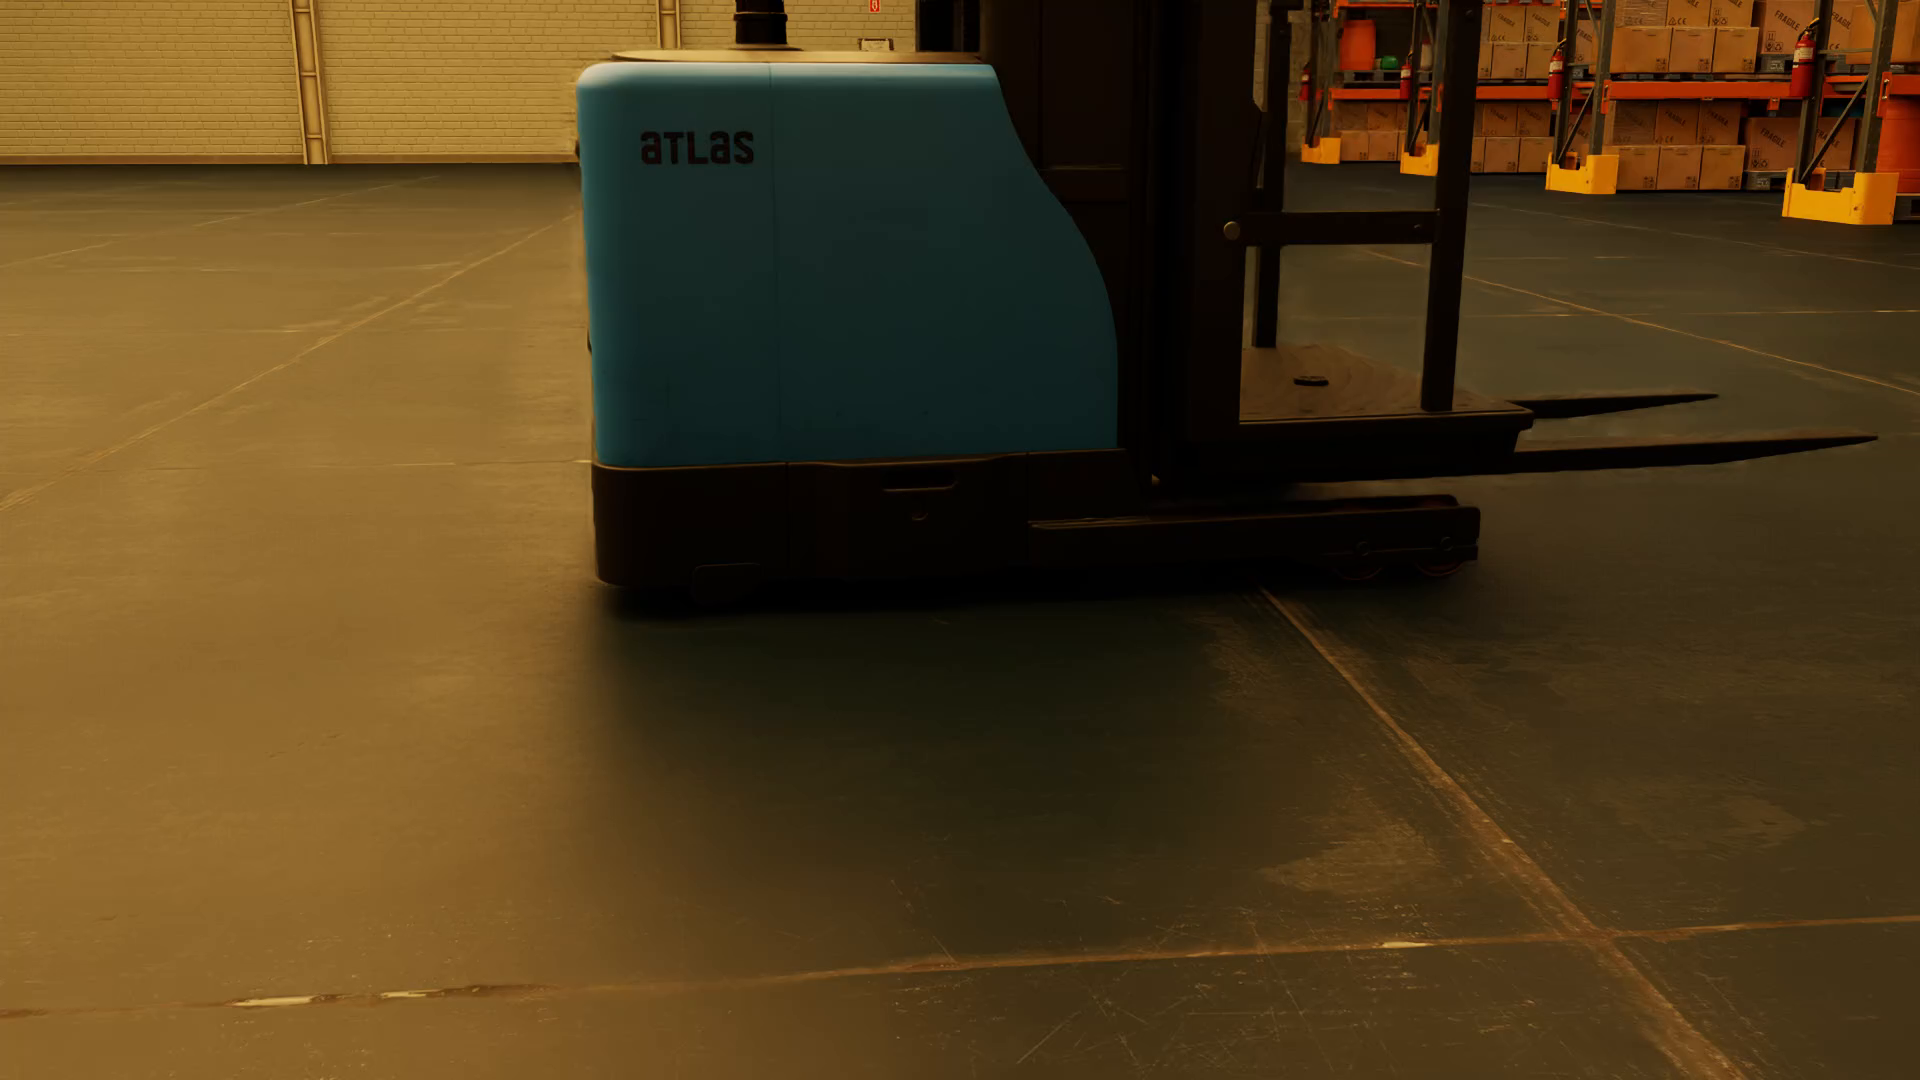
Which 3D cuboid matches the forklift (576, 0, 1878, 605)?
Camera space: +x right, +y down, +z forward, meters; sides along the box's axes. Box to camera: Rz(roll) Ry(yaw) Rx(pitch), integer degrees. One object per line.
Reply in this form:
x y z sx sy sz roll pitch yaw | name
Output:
0.665 -1.456 3.710 3.031 2.935 1.130 -3 15 -11 | forklift
